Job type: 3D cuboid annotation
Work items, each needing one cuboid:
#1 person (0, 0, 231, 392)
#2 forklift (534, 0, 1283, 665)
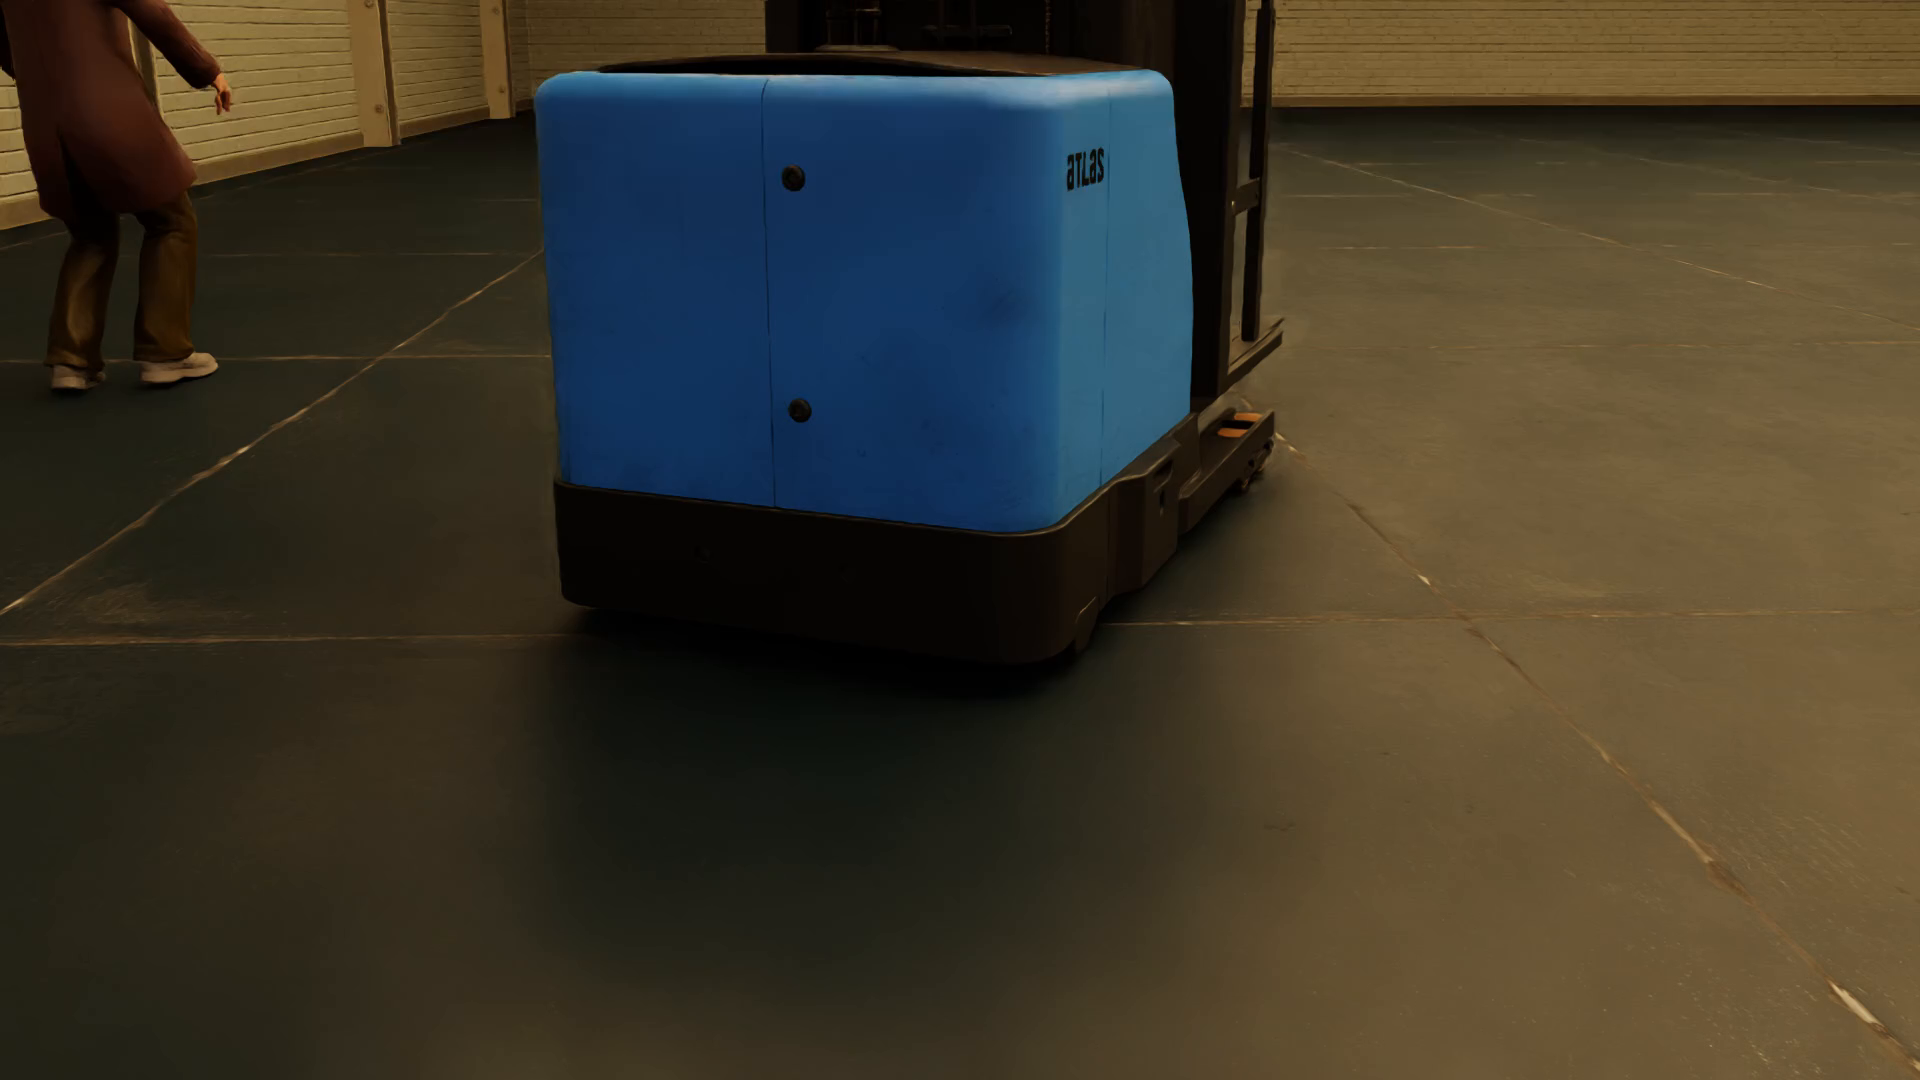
[{"bbox_3d":[-2.782,-1.338,5.455,0.829,1.730,0.644,4,17,12],"label":"person"},{"bbox_3d":[0.215,-1.570,4.040,1.130,2.935,3.031,7,18,21],"label":"forklift"}]
